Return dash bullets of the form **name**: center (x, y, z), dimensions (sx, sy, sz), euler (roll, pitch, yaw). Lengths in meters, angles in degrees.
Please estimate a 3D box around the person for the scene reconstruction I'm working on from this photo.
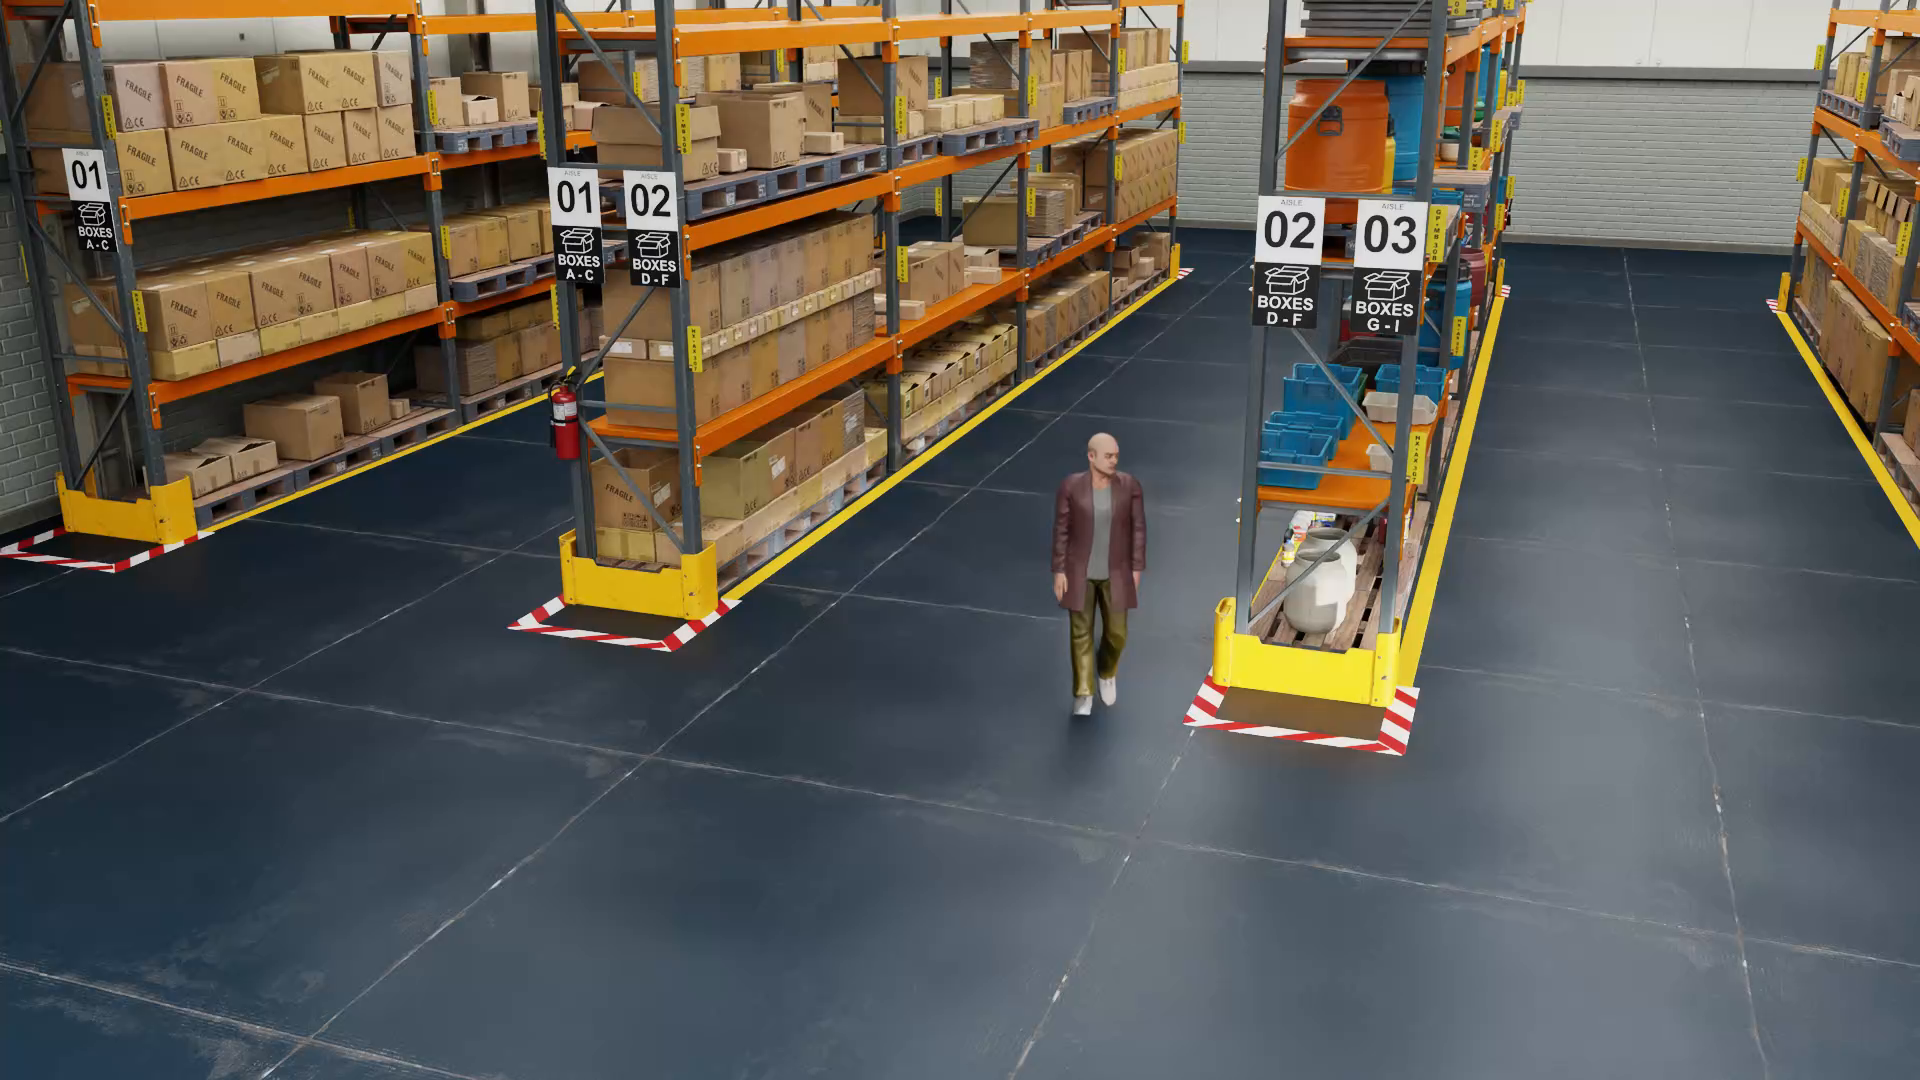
- **person**: center (0.863, 0.219, 10.371), dimensions (0.599, 1.792, 0.625), euler (1, 18, 3)
